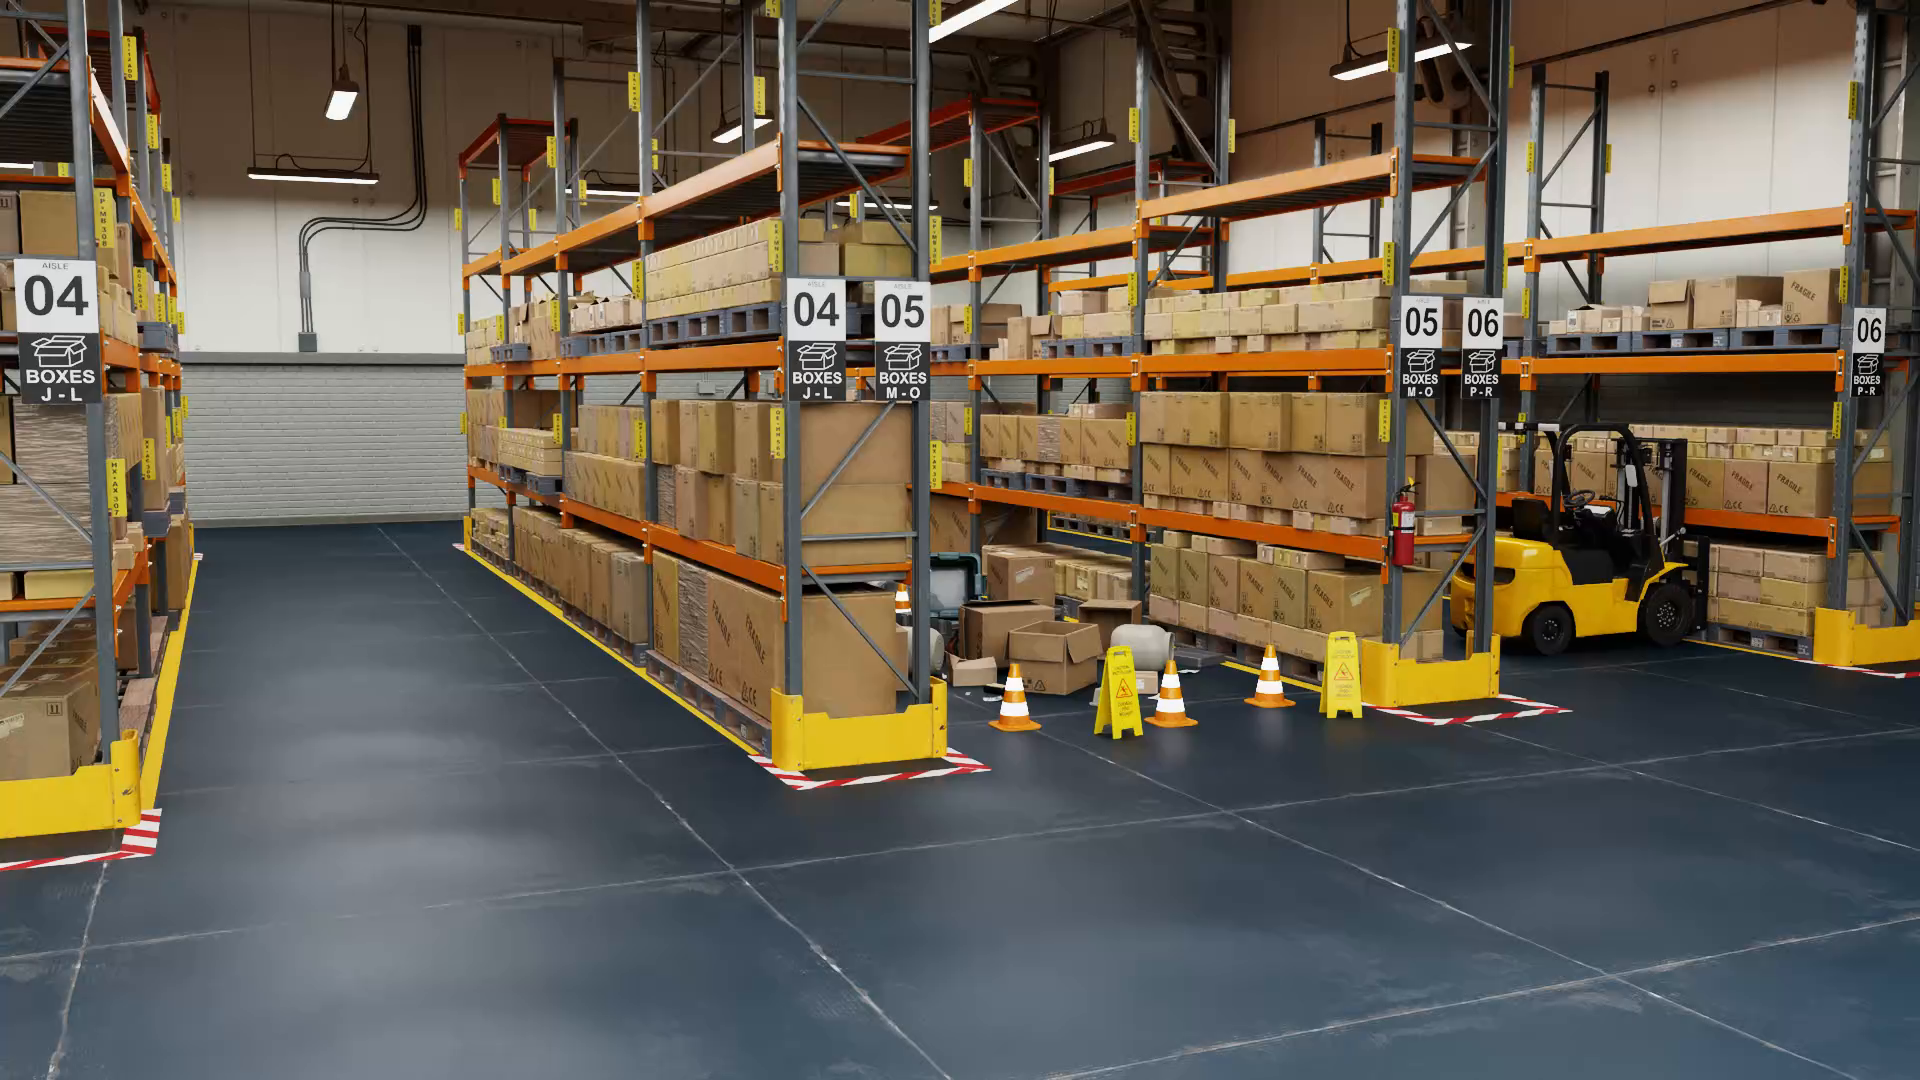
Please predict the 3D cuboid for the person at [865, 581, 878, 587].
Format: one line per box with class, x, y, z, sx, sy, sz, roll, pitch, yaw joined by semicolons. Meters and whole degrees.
person;-1.049;-0.141;19.239;0.656;1.691;0.968;-3;6;-30
